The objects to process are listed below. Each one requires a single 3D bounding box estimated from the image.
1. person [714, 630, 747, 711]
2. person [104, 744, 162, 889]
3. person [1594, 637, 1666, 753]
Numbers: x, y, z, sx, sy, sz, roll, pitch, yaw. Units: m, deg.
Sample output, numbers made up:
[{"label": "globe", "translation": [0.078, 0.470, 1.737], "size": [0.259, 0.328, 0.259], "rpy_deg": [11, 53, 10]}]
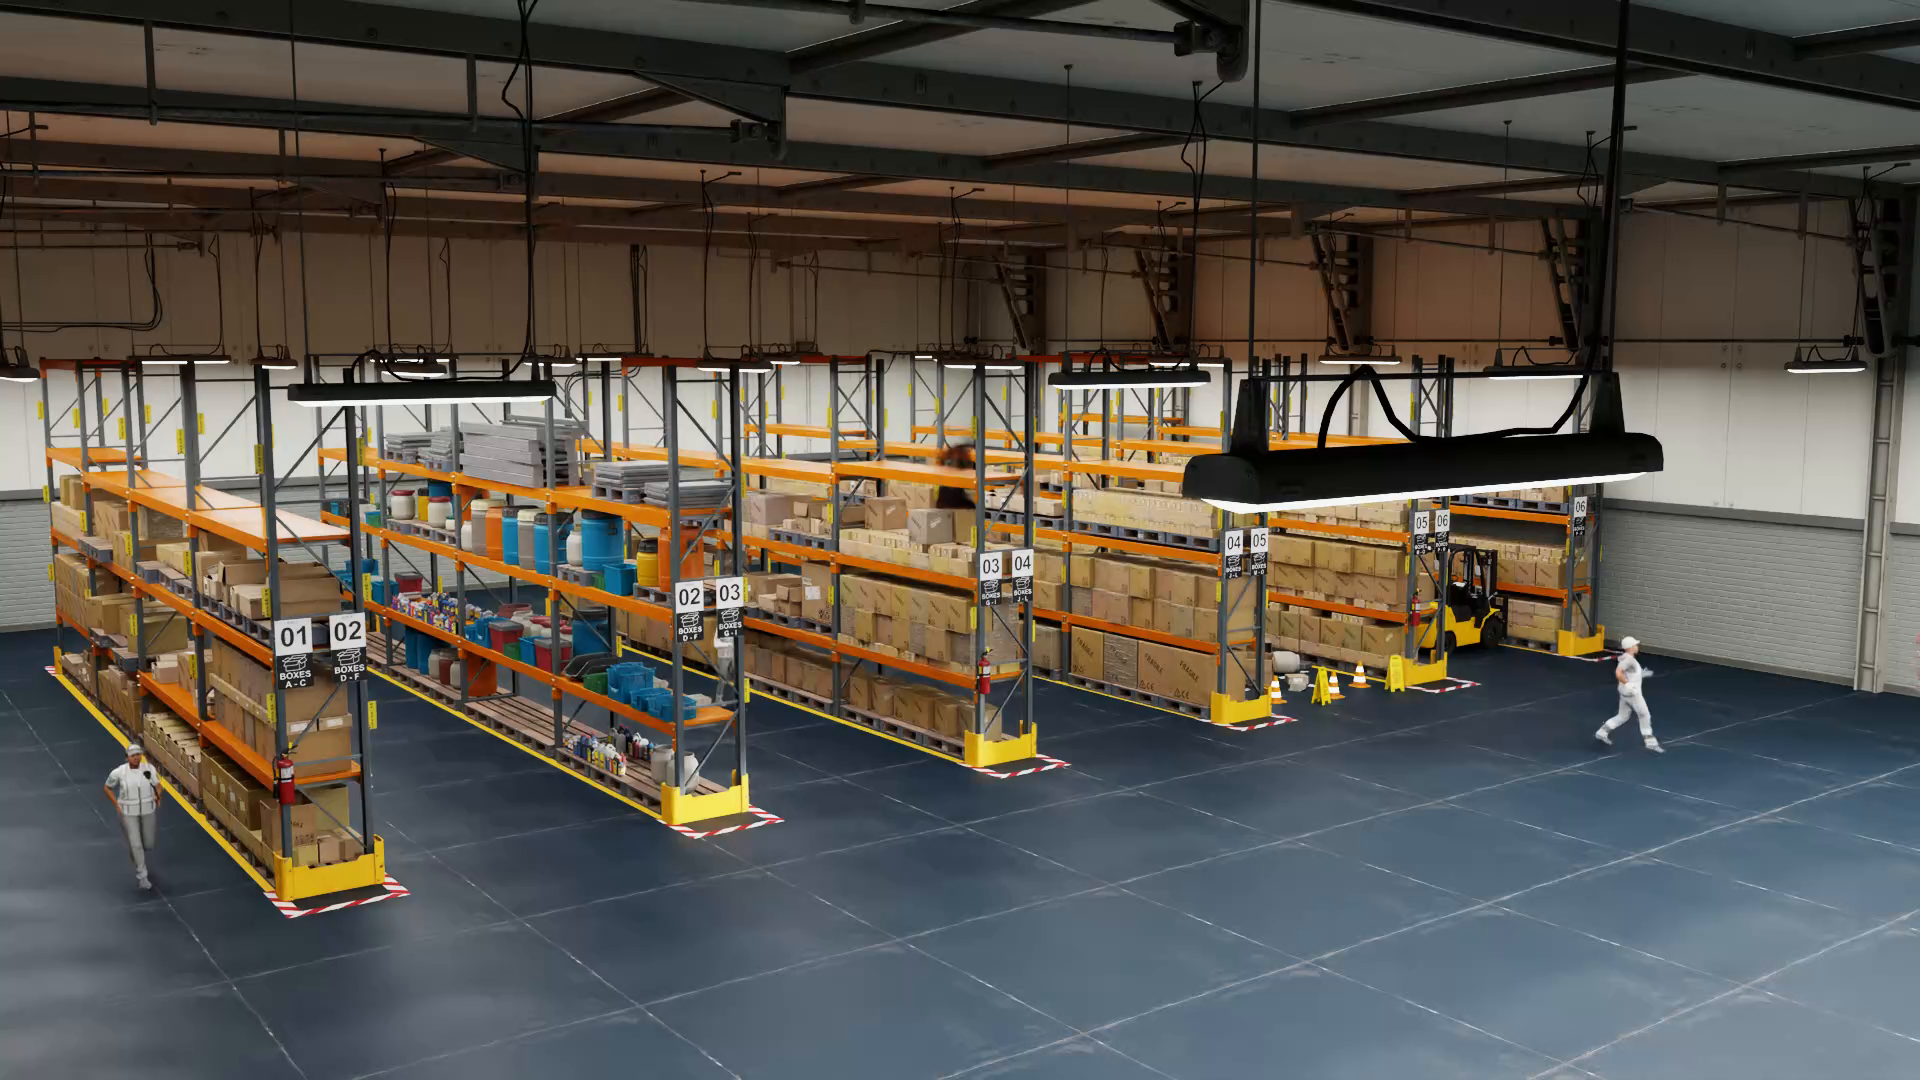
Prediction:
[{"label": "person", "translation": [-3.948, 2.048, 28.536], "size": [0.606, 1.702, 0.743], "rpy_deg": [-6, 9, -40]}, {"label": "person", "translation": [-9.649, 3.201, 19.482], "size": [0.607, 1.660, 0.775], "rpy_deg": [-6, 9, -39]}, {"label": "person", "translation": [10.351, 2.370, 25.575], "size": [1.026, 1.772, 0.674], "rpy_deg": [1, 7, 6]}]
